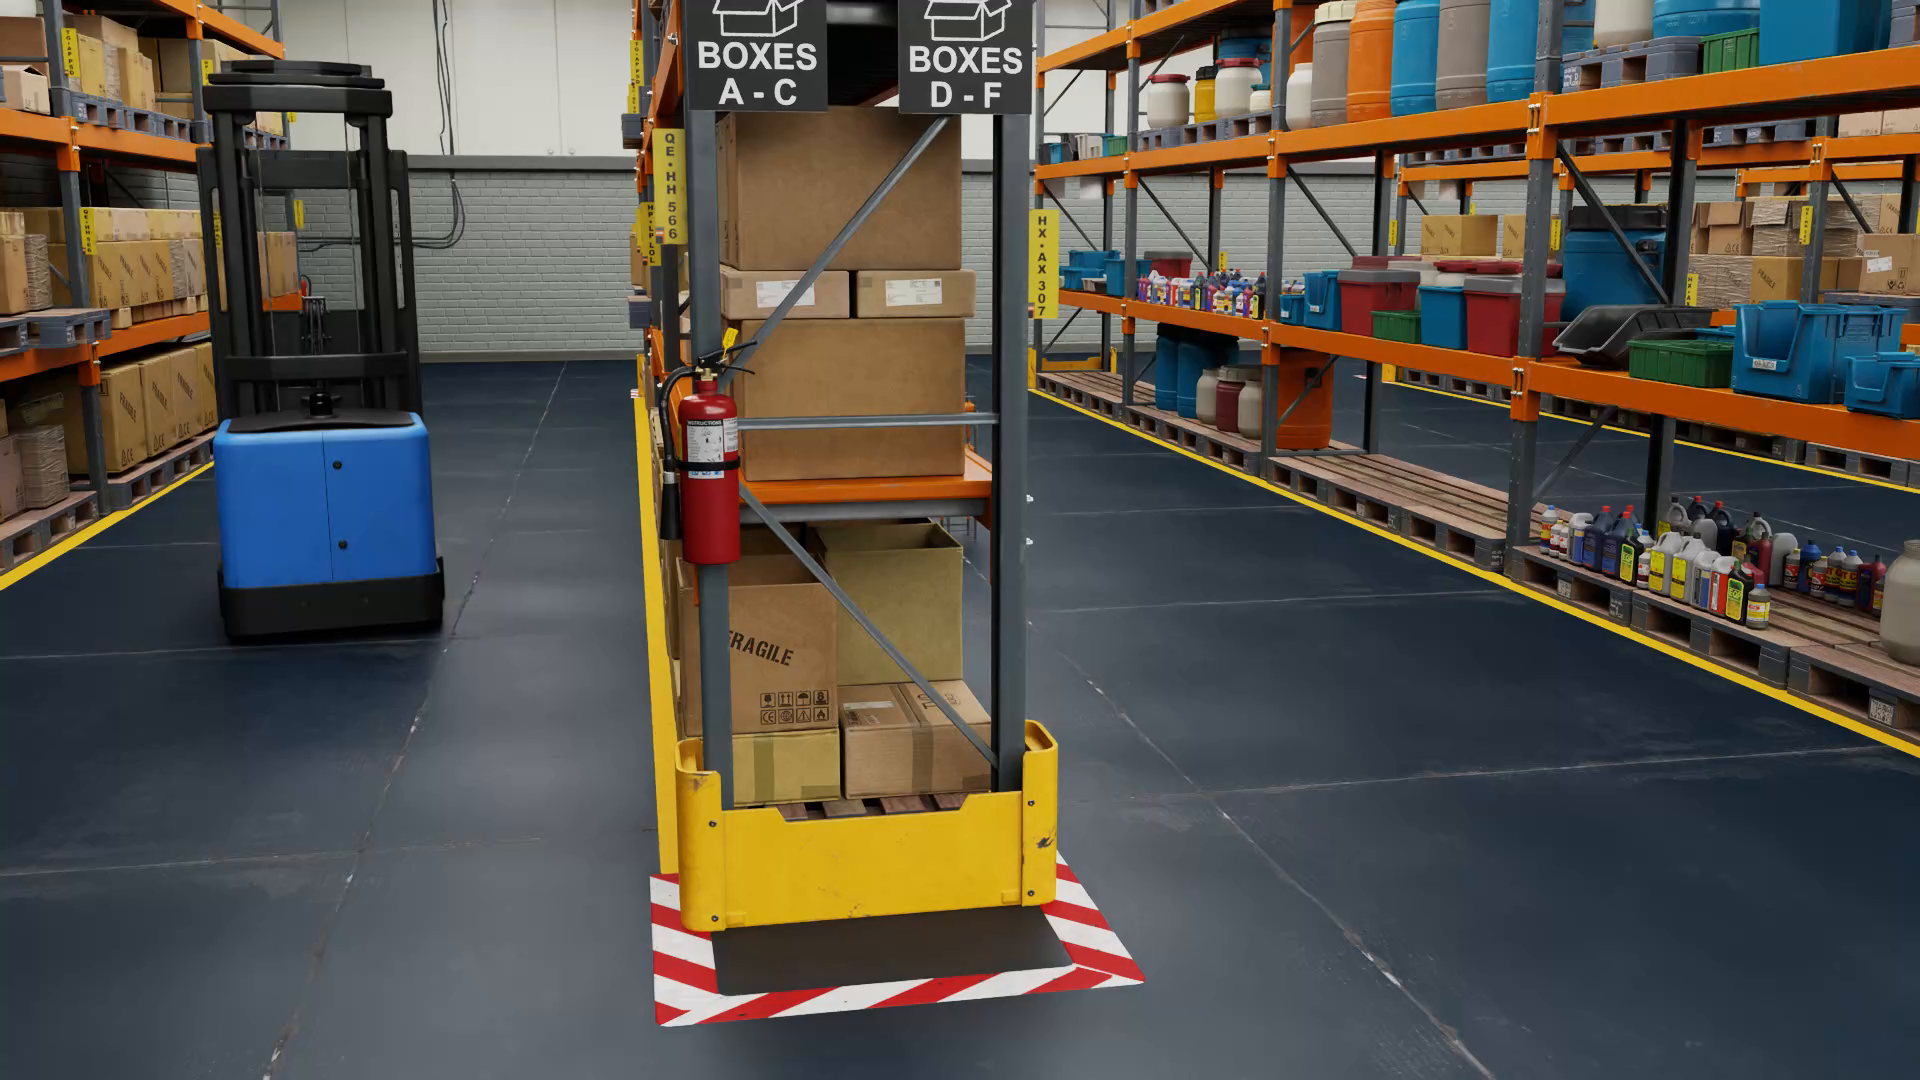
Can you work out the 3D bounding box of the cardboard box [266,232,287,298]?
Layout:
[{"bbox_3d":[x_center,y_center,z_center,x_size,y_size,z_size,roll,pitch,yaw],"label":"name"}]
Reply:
[{"bbox_3d":[-8.005,-3.025,18.263,0.980,0.700,0.700,-2,11,-11],"label":"cardboard box"}]

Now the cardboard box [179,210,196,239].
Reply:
[{"bbox_3d":[-7.057,-2.773,14.620,0.500,0.250,0.500,-2,11,-10],"label":"cardboard box"}]

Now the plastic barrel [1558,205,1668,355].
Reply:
[{"bbox_3d":[4.007,-1.591,10.192,0.600,0.901,0.708,-2,11,-11],"label":"plastic barrel"}]

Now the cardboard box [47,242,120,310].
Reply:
[{"bbox_3d":[-6.554,-1.940,12.248,0.500,0.500,0.500,-2,11,-9],"label":"cardboard box"}]

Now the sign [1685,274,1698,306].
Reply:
[{"bbox_3d":[4.327,-1.417,9.877,0.100,0.325,0.005,-2,11,-11],"label":"sign"}]

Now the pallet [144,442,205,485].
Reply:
[{"bbox_3d":[-7.024,-0.637,13.978,1.003,0.211,1.213,-2,11,-11],"label":"pallet"}]

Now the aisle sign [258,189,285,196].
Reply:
[{"bbox_3d":[-7.986,-4.405,19.363,0.394,0.787,0.004,-2,11,-11],"label":"aisle sign"}]

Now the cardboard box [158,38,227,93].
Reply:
[{"bbox_3d":[-7.352,-4.534,15.980,0.500,0.500,0.500,-2,11,-12],"label":"cardboard box"}]

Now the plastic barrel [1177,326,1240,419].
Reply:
[{"bbox_3d":[2.456,-1.675,16.465,0.600,0.901,0.708,-2,11,-11],"label":"plastic barrel"}]

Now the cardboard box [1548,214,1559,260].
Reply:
[{"bbox_3d":[6.736,-3.426,18.772,0.500,0.500,0.500,-2,11,-9],"label":"cardboard box"}]

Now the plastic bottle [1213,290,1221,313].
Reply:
[{"bbox_3d":[2.328,-2.147,14.984,0.097,0.201,0.097,0,11,0],"label":"plastic bottle"}]

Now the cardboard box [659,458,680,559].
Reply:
[{"bbox_3d":[-1.186,-0.119,8.027,0.500,0.500,0.500,-2,11,-11],"label":"cardboard box"}]

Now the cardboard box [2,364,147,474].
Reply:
[{"bbox_3d":[-6.725,-0.926,12.666,0.750,0.750,0.750,-2,11,-12],"label":"cardboard box"}]

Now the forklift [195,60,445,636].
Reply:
[{"bbox_3d":[-3.708,-1.185,9.583,1.130,2.935,3.031,-4,12,-20],"label":"forklift"}]

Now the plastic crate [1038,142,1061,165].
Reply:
[{"bbox_3d":[1.253,-4.792,20.680,0.497,0.269,0.590,-2,11,-11],"label":"plastic crate"}]

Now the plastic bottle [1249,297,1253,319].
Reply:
[{"bbox_3d":[2.506,-1.979,14.105,0.097,0.201,0.097,0,11,0],"label":"plastic bottle"}]

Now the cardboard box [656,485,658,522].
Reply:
[{"bbox_3d":[-1.733,-0.284,10.899,0.500,0.250,0.500,-2,11,-10],"label":"cardboard box"}]

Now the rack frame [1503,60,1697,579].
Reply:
[{"bbox_3d":[3.785,-1.263,9.809,1.000,3.000,0.127,-2,11,-11],"label":"rack frame"}]

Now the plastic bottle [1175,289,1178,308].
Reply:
[{"bbox_3d":[2.121,-2.342,16.008,0.097,0.201,0.097,0,11,0],"label":"plastic bottle"}]

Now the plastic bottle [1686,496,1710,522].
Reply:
[{"bbox_3d":[4.193,-0.070,9.450,0.144,0.351,0.185,-2,11,-13],"label":"plastic bottle"}]

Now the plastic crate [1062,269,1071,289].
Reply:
[{"bbox_3d":[1.433,-3.112,19.813,0.416,0.233,0.300,-2,11,-11],"label":"plastic crate"}]

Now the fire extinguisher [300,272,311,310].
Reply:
[{"bbox_3d":[-7.843,-2.927,19.755,0.296,0.674,0.183,-2,11,-11],"label":"fire extinguisher"}]

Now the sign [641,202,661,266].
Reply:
[{"bbox_3d":[-1.605,-1.592,8.652,0.100,0.325,0.005,-2,11,-11],"label":"sign"}]

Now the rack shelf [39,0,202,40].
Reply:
[{"bbox_3d":[-7.100,-4.400,13.241,1.077,0.370,4.000,-2,11,-11],"label":"rack shelf"}]

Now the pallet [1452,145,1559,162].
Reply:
[{"bbox_3d":[6.705,-4.714,20.155,1.003,0.211,1.213,-2,11,-11],"label":"pallet"}]

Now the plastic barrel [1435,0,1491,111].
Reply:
[{"bbox_3d":[3.346,-3.188,10.560,0.600,0.901,0.600,0,11,0],"label":"plastic barrel"}]

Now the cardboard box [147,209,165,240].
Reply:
[{"bbox_3d":[-6.858,-2.586,13.637,0.500,0.250,0.500,-2,11,-12],"label":"cardboard box"}]

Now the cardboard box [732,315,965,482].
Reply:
[{"bbox_3d":[-0.374,-0.485,5.455,0.700,0.500,0.500,-2,11,-11],"label":"cardboard box"}]

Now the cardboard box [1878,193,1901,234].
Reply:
[{"bbox_3d":[11.510,-3.929,20.082,0.500,0.500,0.500,-2,11,-13],"label":"cardboard box"}]

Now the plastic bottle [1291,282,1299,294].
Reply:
[{"bbox_3d":[3.065,-2.216,15.162,0.097,0.271,0.097,0,11,0],"label":"plastic bottle"}]

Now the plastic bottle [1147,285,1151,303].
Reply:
[{"bbox_3d":[1.949,-2.505,16.865,0.097,0.201,0.097,0,11,0],"label":"plastic bottle"}]

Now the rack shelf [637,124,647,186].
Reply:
[{"bbox_3d":[-2.241,-3.304,14.434,1.077,0.370,4.000,-2,11,-11],"label":"rack shelf"}]

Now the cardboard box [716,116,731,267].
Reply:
[{"bbox_3d":[-0.492,-1.228,5.890,0.700,0.500,0.500,-2,11,-12],"label":"cardboard box"}]

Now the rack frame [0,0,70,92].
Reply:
[{"bbox_3d":[-6.711,-4.583,11.209,1.000,3.000,0.127,-2,11,-11],"label":"rack frame"}]

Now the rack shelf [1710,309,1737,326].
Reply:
[{"bbox_3d":[7.477,-2.190,16.604,1.077,0.370,4.000,-2,11,-11],"label":"rack shelf"}]

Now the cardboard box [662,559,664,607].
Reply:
[{"bbox_3d":[-1.189,0.249,8.096,0.500,0.250,0.500,-2,11,-11],"label":"cardboard box"}]

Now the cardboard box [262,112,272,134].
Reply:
[{"bbox_3d":[-7.761,-4.539,18.008,0.500,0.250,0.500,-3,11,-13],"label":"cardboard box"}]

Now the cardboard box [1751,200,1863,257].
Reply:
[{"bbox_3d":[7.739,-2.853,15.214,0.797,0.503,0.637,-2,11,-9],"label":"cardboard box"}]

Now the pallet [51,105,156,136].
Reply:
[{"bbox_3d":[-7.108,-3.338,13.195,1.003,0.211,1.213,-2,11,-8],"label":"pallet"}]

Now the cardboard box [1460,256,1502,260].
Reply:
[{"bbox_3d":[6.447,-3.336,20.304,0.500,0.250,0.500,-2,11,-12],"label":"cardboard box"}]

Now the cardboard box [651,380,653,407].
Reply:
[{"bbox_3d":[-2.473,-1.159,14.773,0.500,0.500,0.500,-3,11,-13],"label":"cardboard box"}]

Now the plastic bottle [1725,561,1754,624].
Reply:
[{"bbox_3d":[3.735,0.247,7.962,0.061,0.283,0.133,-2,11,-10],"label":"plastic bottle"}]

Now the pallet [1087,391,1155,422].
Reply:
[{"bbox_3d":[2.048,-1.494,18.480,1.003,0.211,1.213,-2,11,-11],"label":"pallet"}]

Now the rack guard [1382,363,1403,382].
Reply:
[{"bbox_3d":[6.305,-2.420,22.575,1.175,0.500,0.348,-2,11,-11],"label":"rack guard"}]

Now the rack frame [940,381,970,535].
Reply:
[{"bbox_3d":[-0.034,-0.548,11.267,0.200,1.050,0.008,-2,11,-11],"label":"rack frame"}]

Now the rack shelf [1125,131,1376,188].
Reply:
[{"bbox_3d":[2.618,-3.483,15.377,1.077,0.370,4.000,-2,11,-11],"label":"rack shelf"}]

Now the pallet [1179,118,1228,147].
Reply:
[{"bbox_3d":[2.701,-3.763,15.426,1.003,0.211,1.213,-2,11,-11],"label":"pallet"}]

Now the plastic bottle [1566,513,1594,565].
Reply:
[{"bbox_3d":[3.507,-0.008,9.325,0.152,0.276,0.135,-2,11,-9],"label":"plastic bottle"}]

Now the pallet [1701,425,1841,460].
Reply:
[{"bbox_3d":[7.786,-0.954,15.644,1.003,0.211,1.213,-2,11,-11],"label":"pallet"}]

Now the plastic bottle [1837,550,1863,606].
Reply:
[{"bbox_3d":[4.450,0.188,8.305,0.097,0.271,0.097,0,11,0],"label":"plastic bottle"}]

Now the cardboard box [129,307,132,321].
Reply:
[{"bbox_3d":[-6.785,-1.779,13.137,0.380,0.149,0.250,-2,11,-10],"label":"cardboard box"}]

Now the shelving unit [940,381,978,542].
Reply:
[{"bbox_3d":[-0.010,-0.526,11.150,0.215,1.050,0.252,-2,11,-11],"label":"shelving unit"}]

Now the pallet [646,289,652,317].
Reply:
[{"bbox_3d":[-2.235,-2.079,14.611,1.003,0.211,1.213,-2,11,-11],"label":"pallet"}]

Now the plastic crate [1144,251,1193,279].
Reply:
[{"bbox_3d":[2.302,-2.964,18.414,0.402,0.464,0.583,-2,11,-11],"label":"plastic crate"}]
